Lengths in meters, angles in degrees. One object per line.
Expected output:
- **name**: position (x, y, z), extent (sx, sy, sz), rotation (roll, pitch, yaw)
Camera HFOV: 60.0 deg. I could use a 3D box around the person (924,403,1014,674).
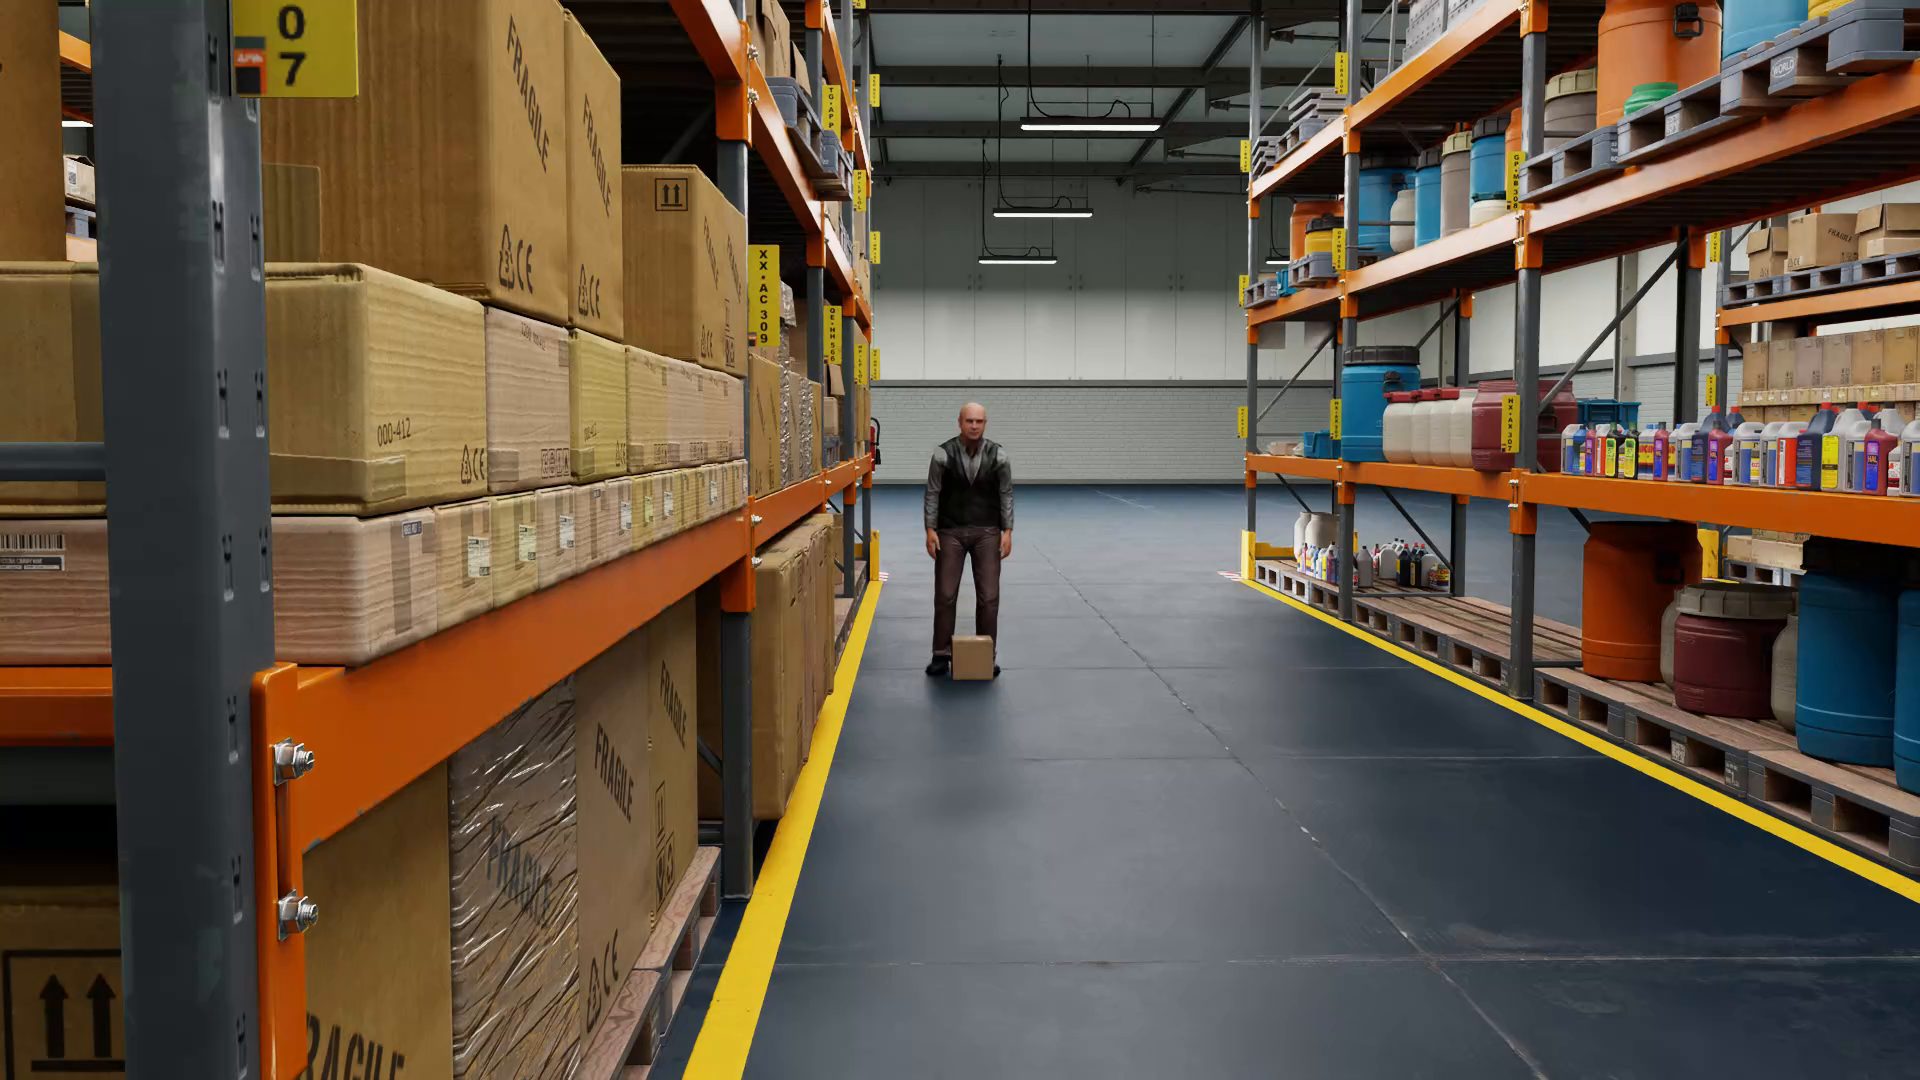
- **person**: position (0.058, -0.014, 10.641), extent (0.578, 1.719, 0.425), rotation (0, 4, -4)
